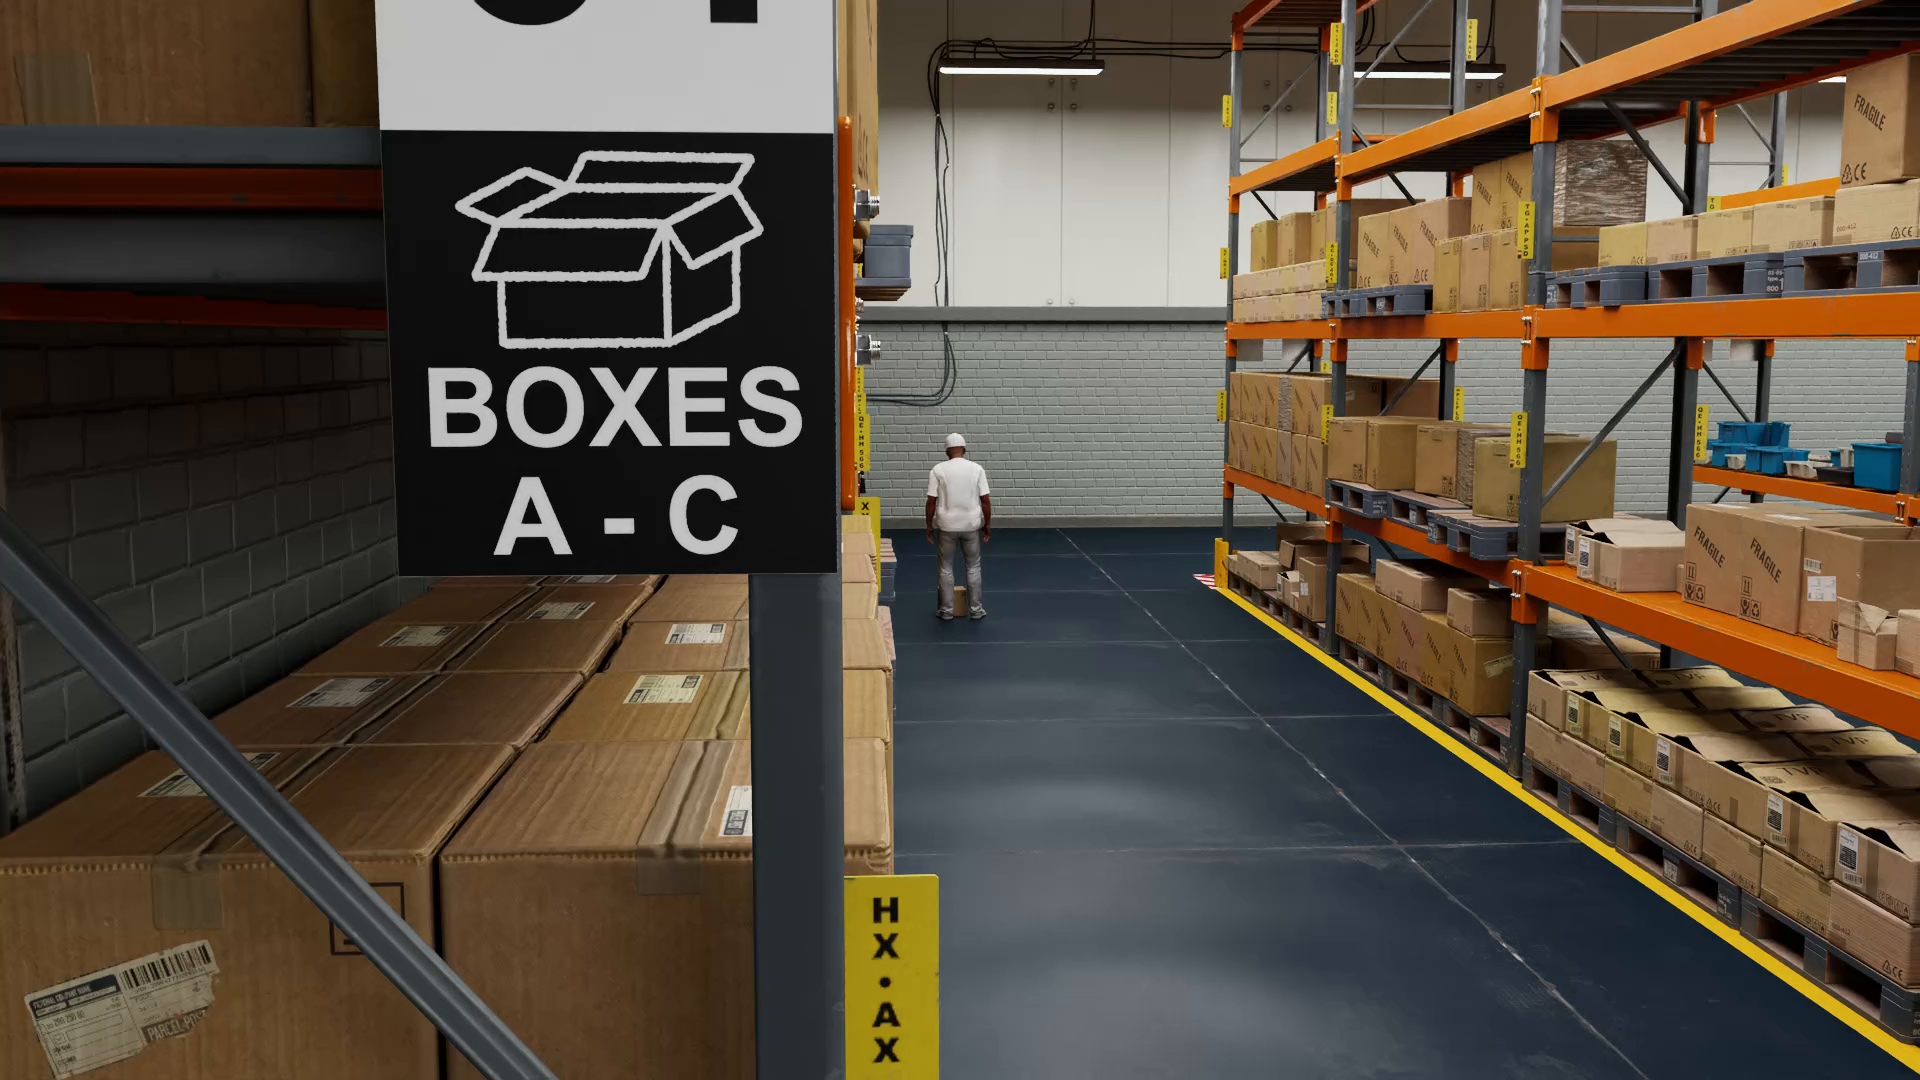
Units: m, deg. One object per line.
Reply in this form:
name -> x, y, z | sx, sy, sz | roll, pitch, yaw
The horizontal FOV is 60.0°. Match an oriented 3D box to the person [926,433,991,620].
person -> -0.017, -0.130, 15.760 | 0.625, 1.760, 0.460 | -1, 7, -6
